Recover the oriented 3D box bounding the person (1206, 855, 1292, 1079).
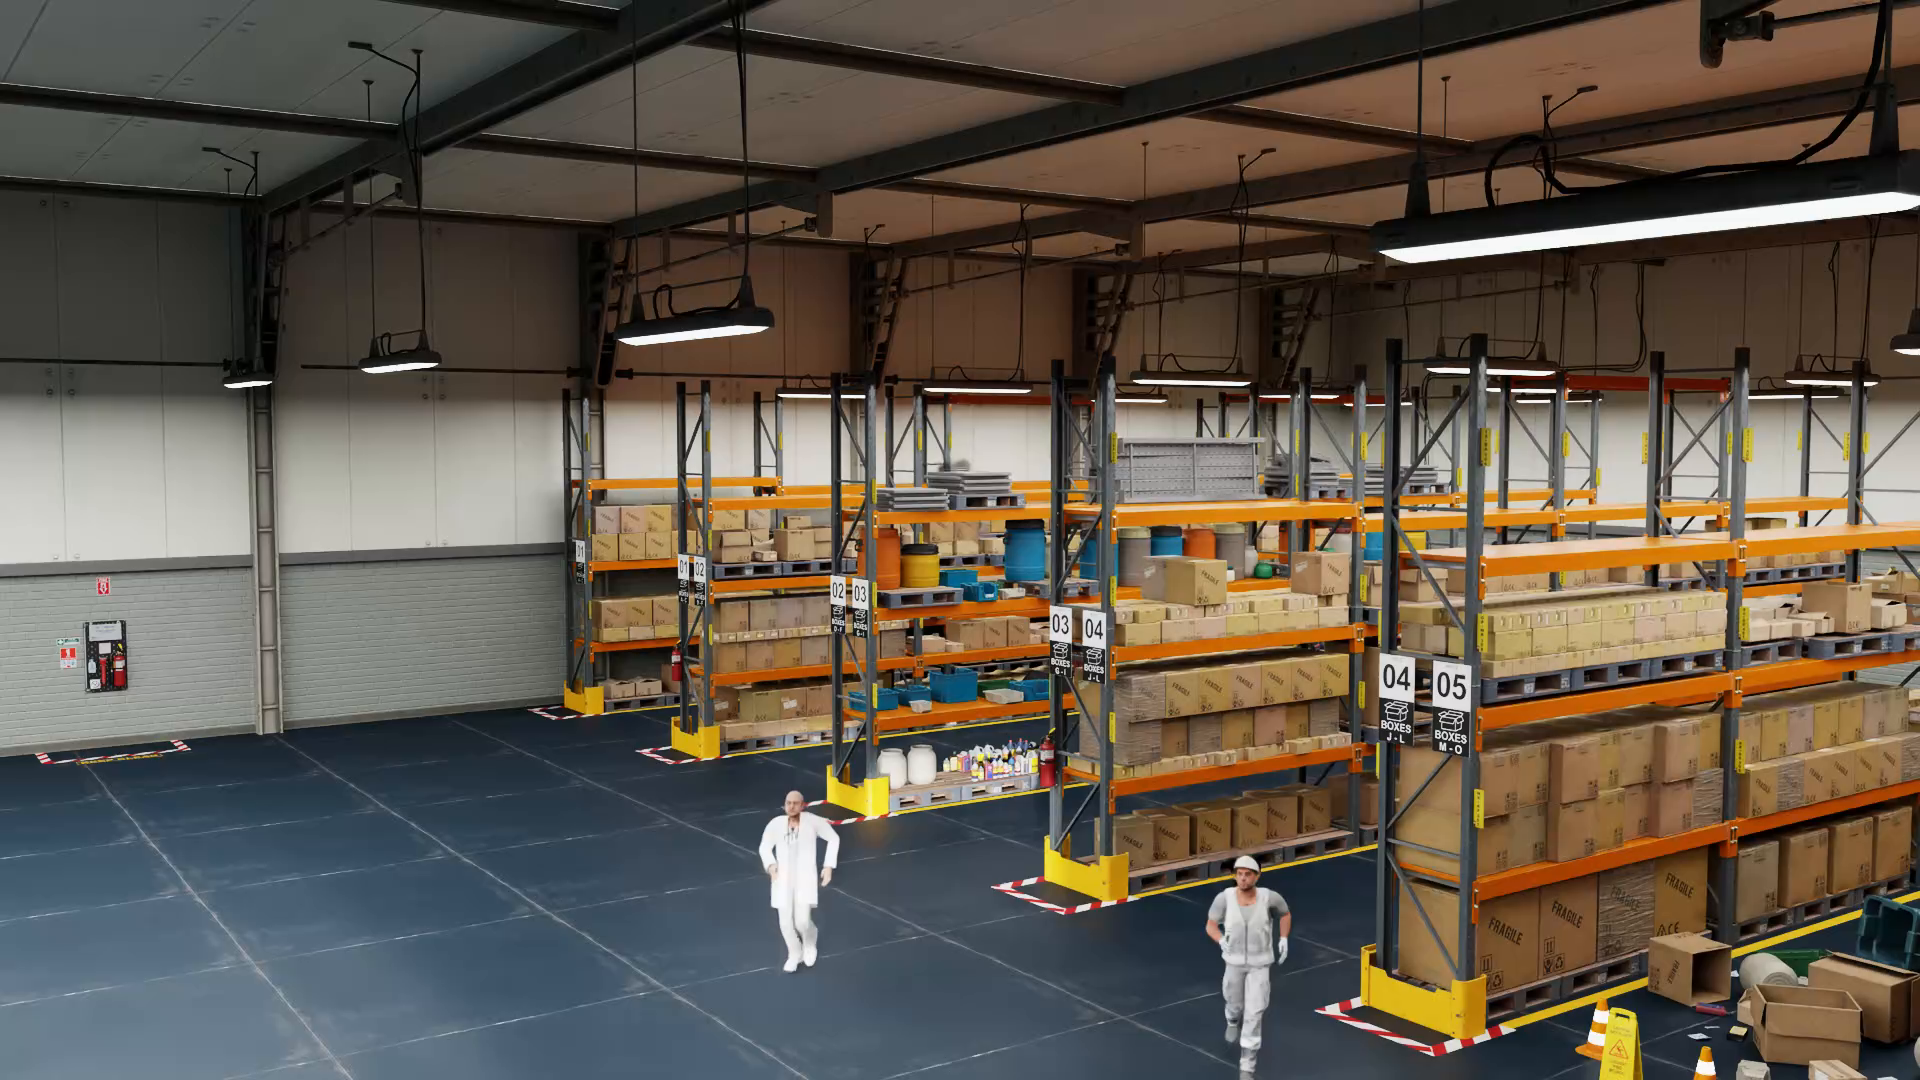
[{"bbox_3d":[2.322,3.410,13.401,0.669,1.790,0.988,1,4,15],"label":"person"}]

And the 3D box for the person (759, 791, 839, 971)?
[{"bbox_3d":[-1.562,3.269,15.885,0.750,1.742,0.642,0,4,6],"label":"person"}]
